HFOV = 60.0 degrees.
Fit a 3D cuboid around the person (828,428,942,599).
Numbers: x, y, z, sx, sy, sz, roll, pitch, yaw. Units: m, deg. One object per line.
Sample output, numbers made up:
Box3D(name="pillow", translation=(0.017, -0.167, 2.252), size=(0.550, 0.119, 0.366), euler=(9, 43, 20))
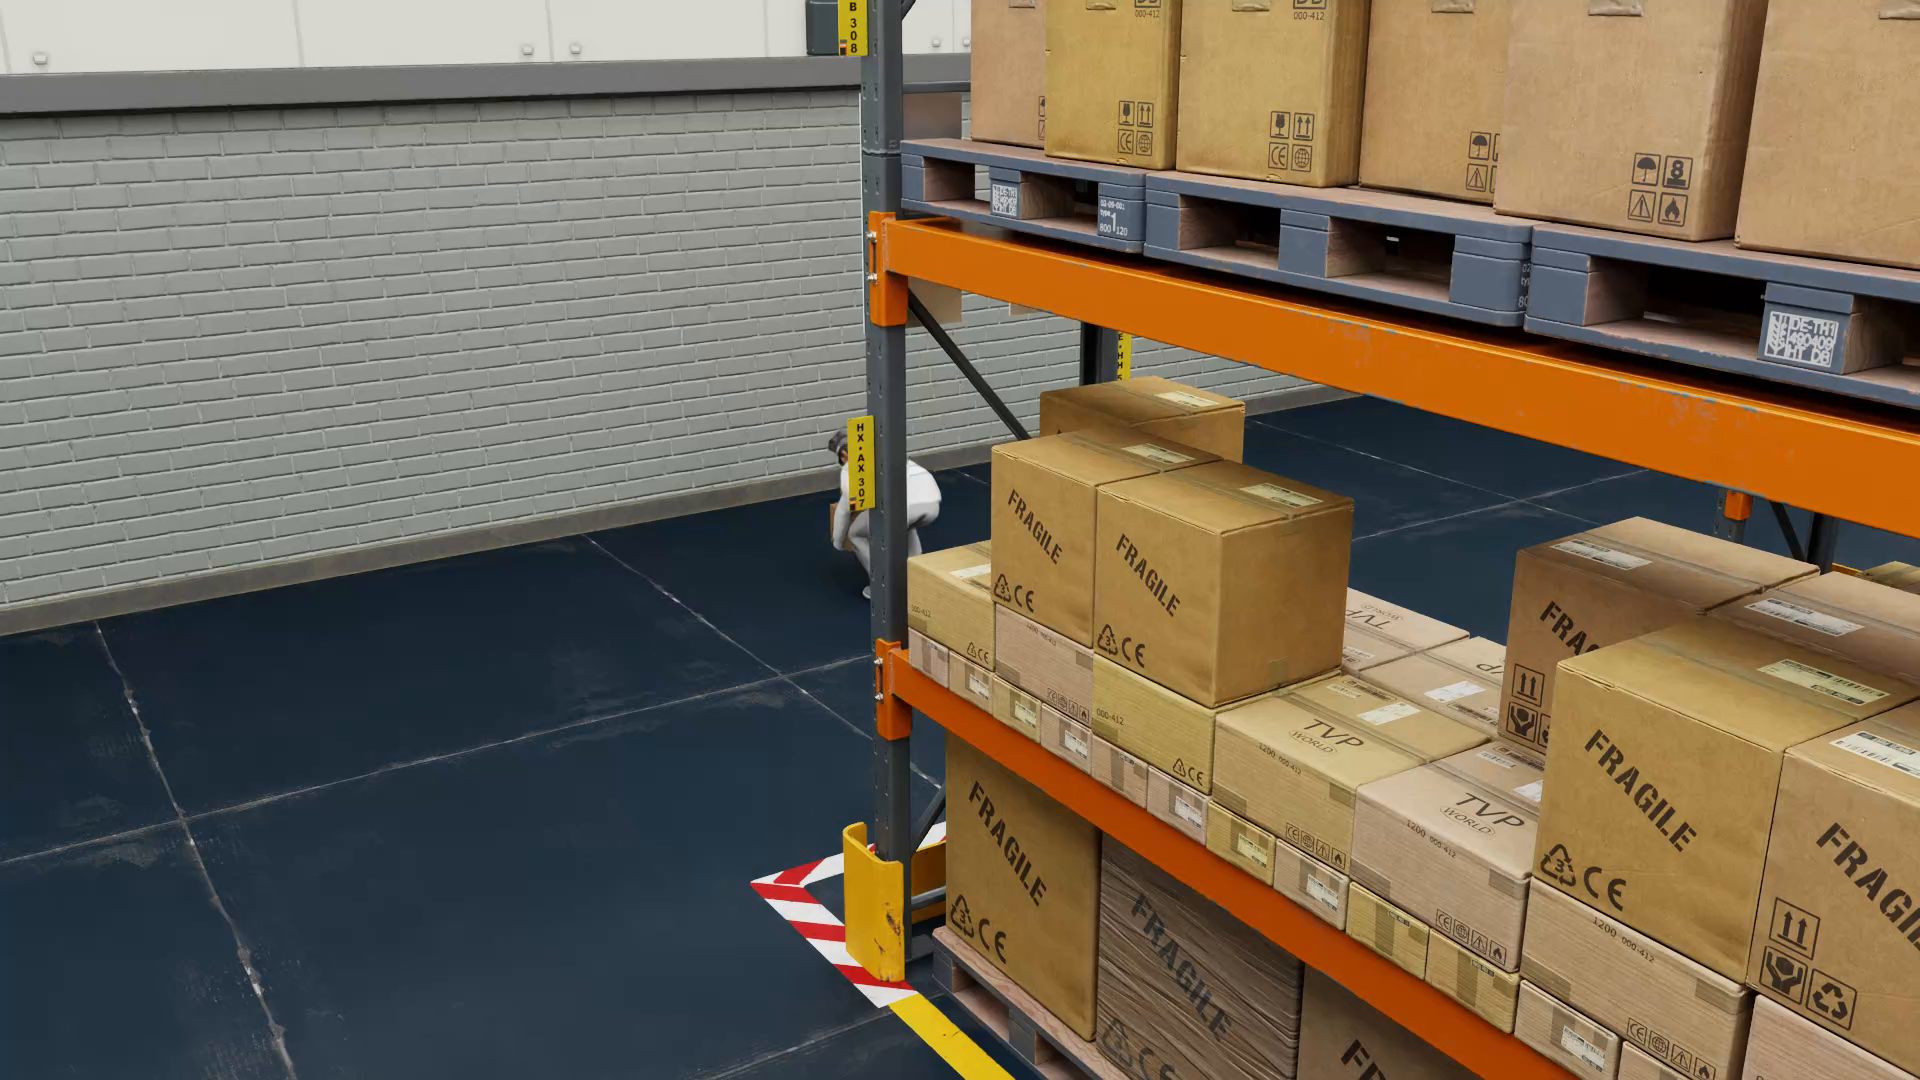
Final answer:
Box3D(name="person", translation=(-0.480, -0.161, 10.150), size=(0.469, 0.979, 0.908), euler=(-13, 22, -34))
